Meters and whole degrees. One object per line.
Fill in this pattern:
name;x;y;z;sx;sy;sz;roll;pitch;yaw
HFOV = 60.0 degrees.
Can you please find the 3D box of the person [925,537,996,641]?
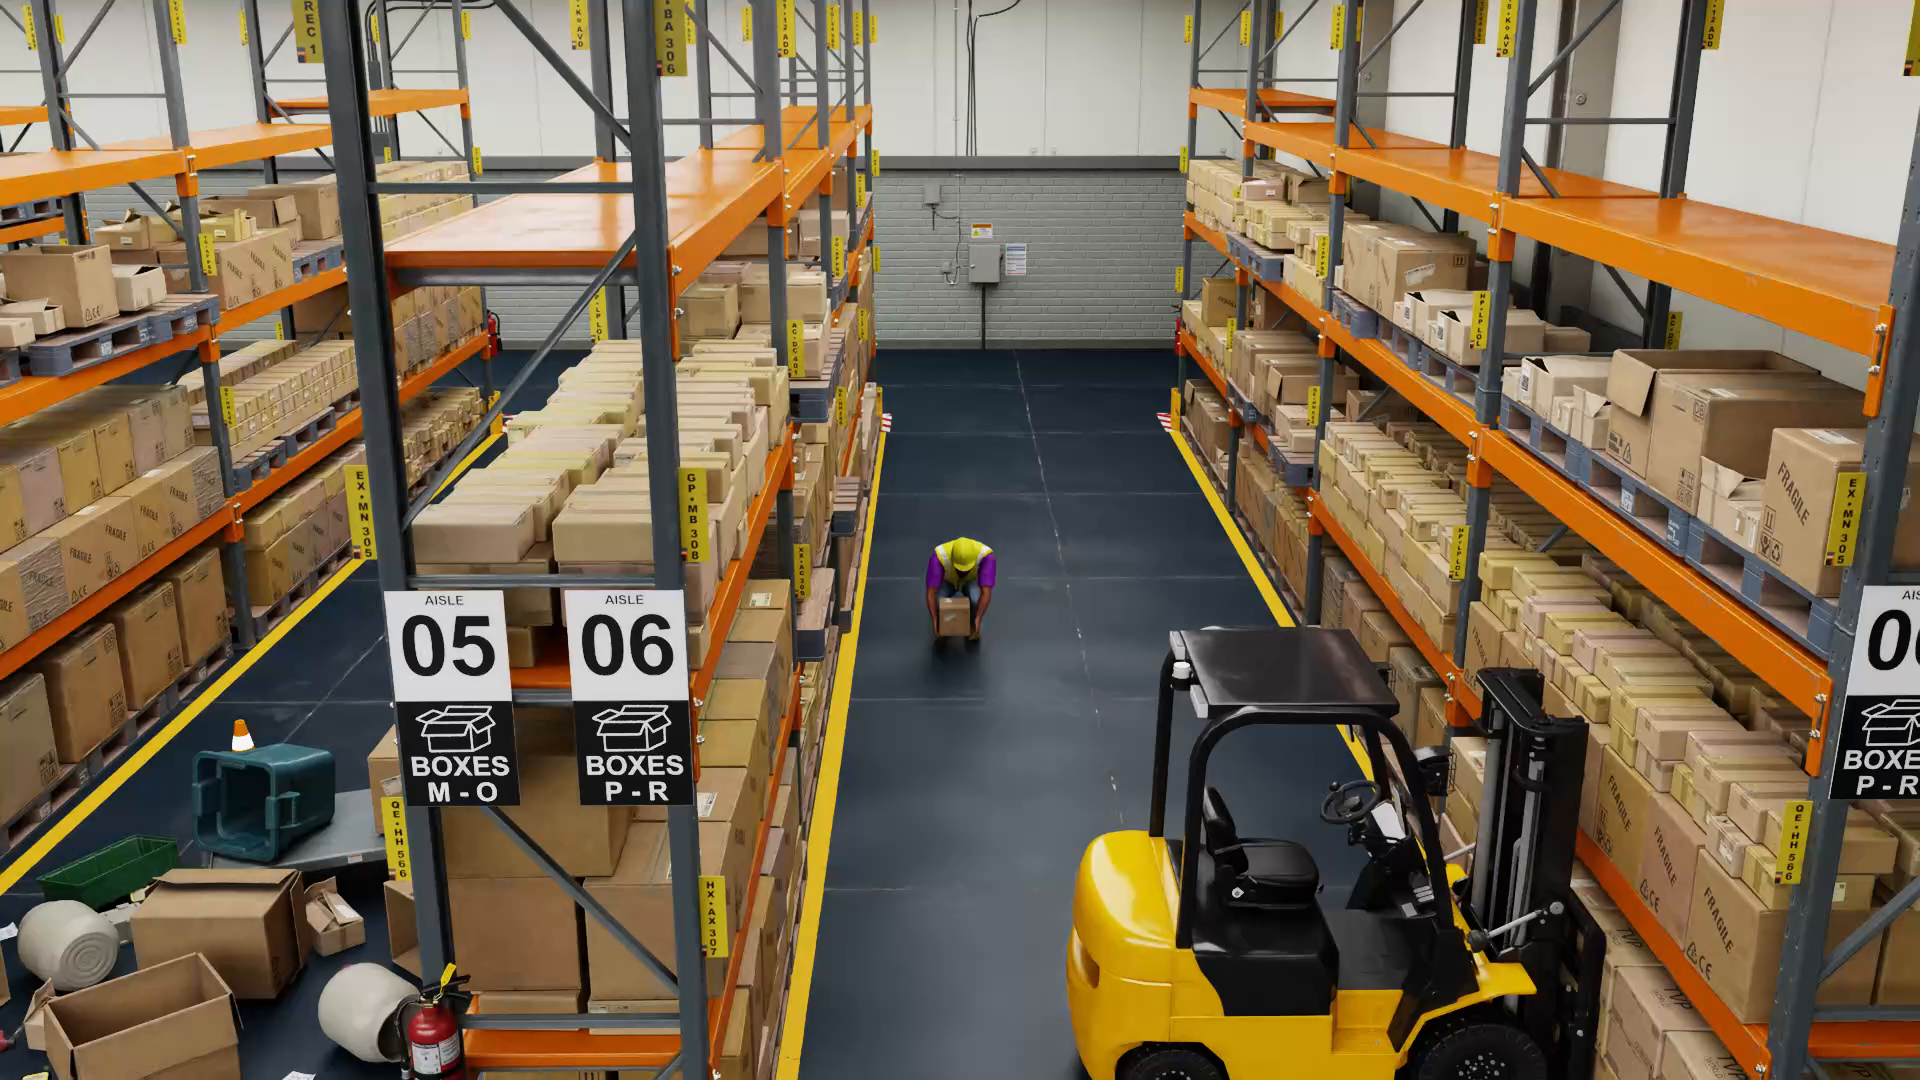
person;0.015;0.377;14.098;0.583;0.998;0.909;1;17;5
